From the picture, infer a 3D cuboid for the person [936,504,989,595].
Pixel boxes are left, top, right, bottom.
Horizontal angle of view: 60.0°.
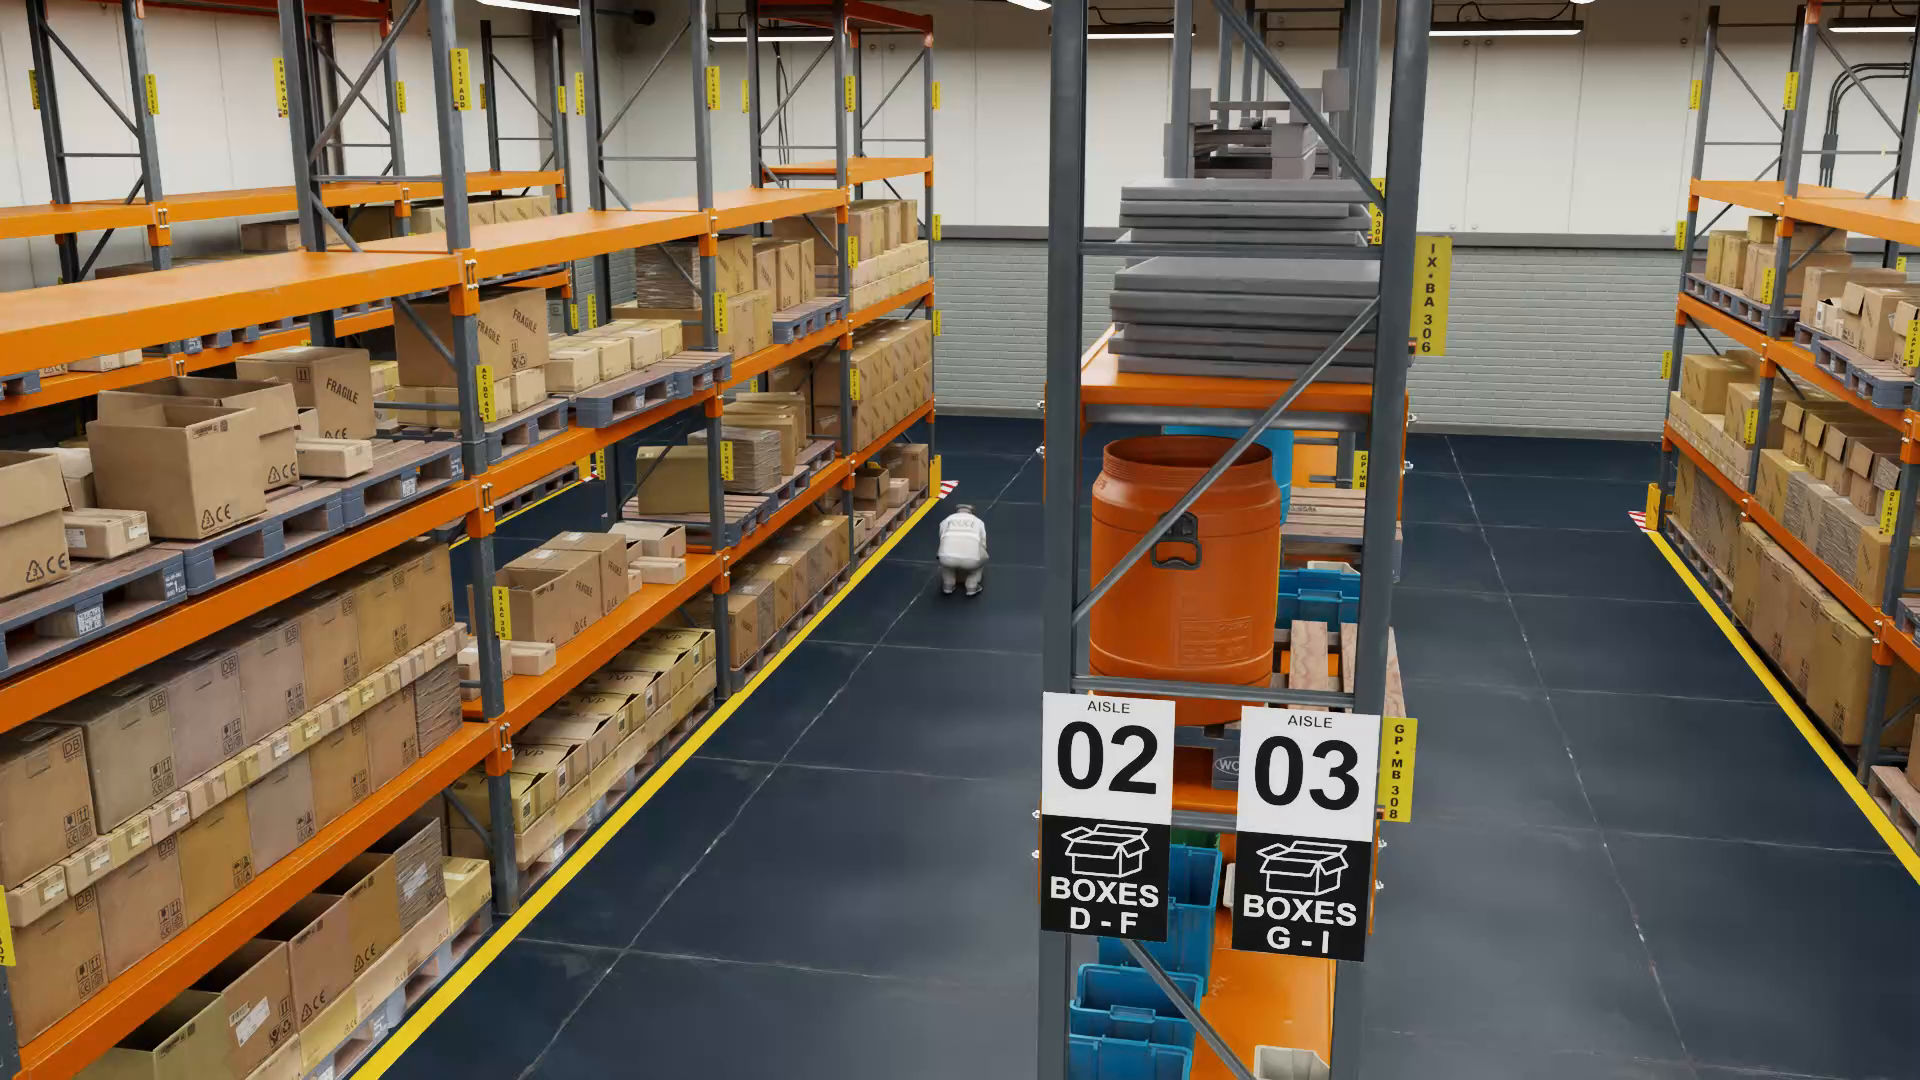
[{"bbox_3d":[0.028,0.137,17.465,0.539,0.886,0.996,3,15,10],"label":"person"}]
